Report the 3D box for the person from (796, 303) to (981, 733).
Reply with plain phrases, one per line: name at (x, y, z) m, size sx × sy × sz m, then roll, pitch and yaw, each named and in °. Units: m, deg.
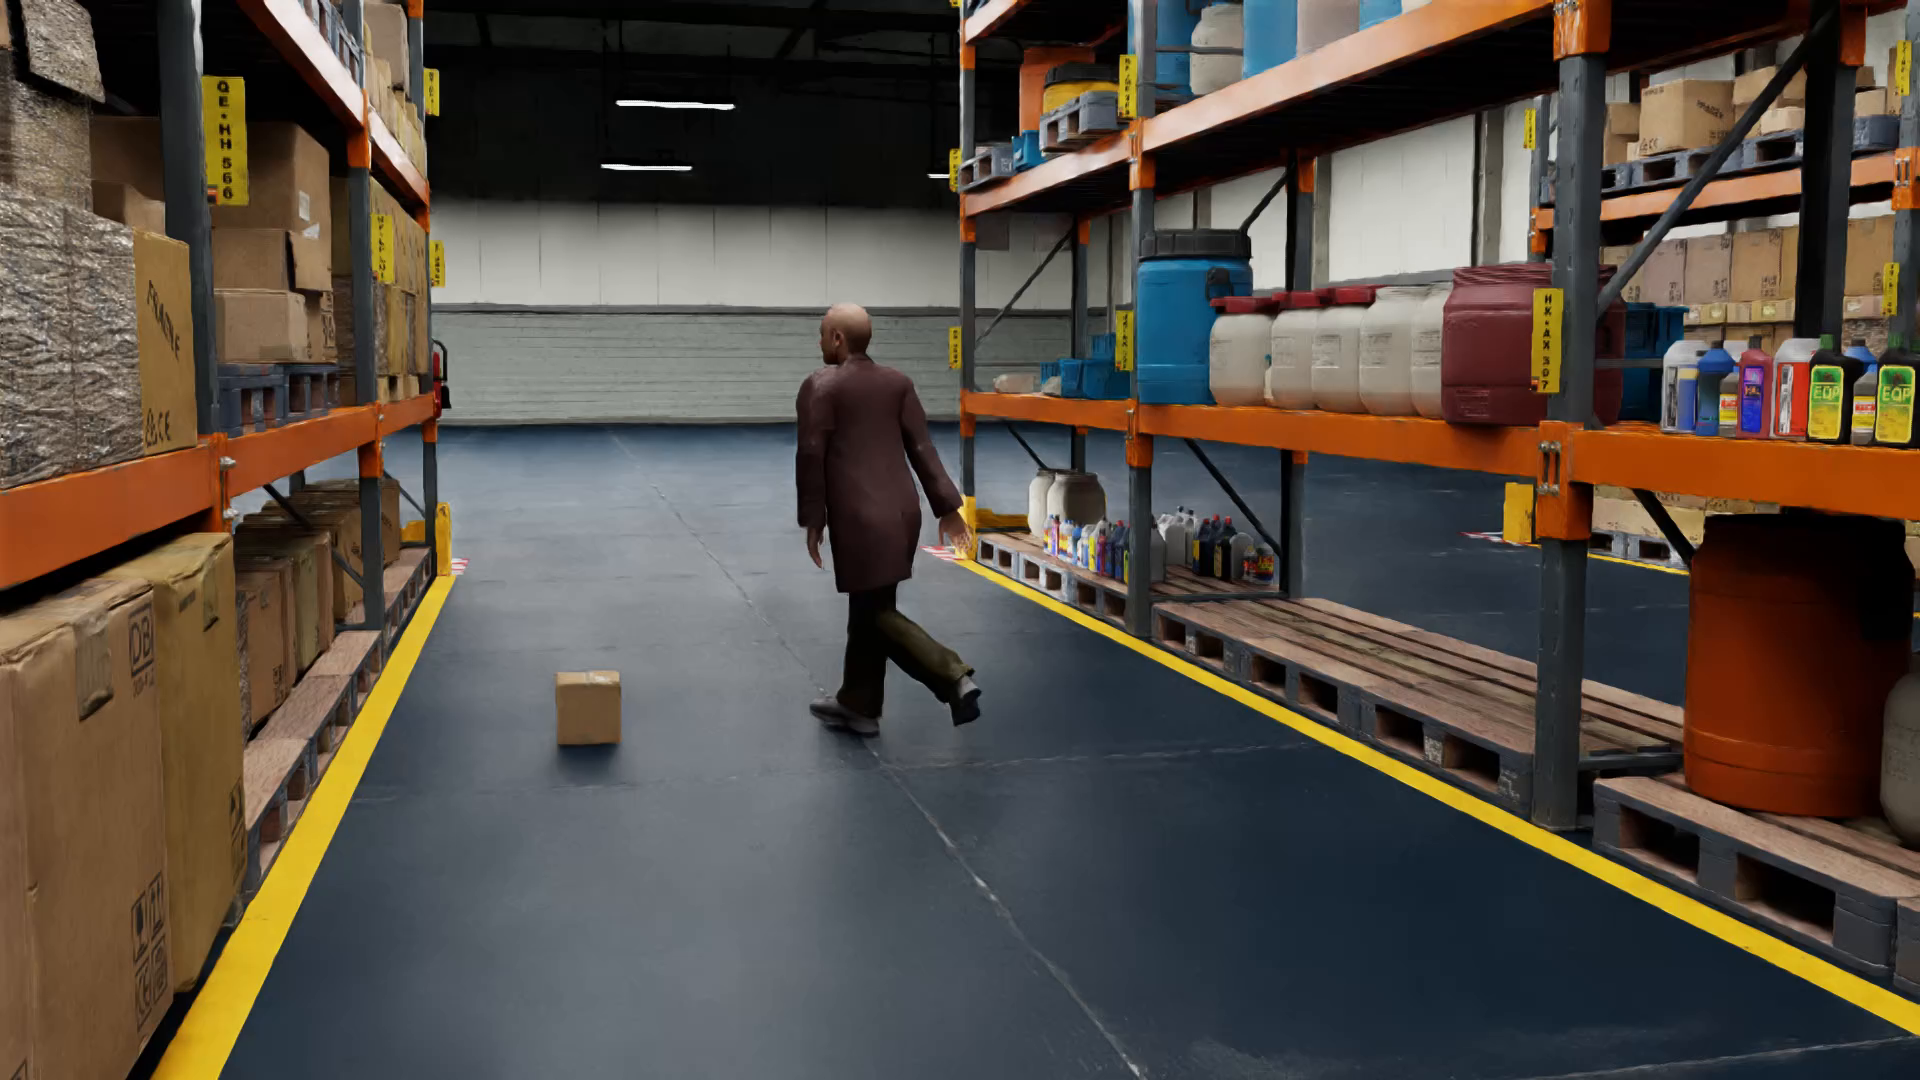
person at (-0.314, -0.063, 6.589) m, size 0.947 × 1.745 × 0.659 m, roll 6°, pitch 8°, yaw 44°
